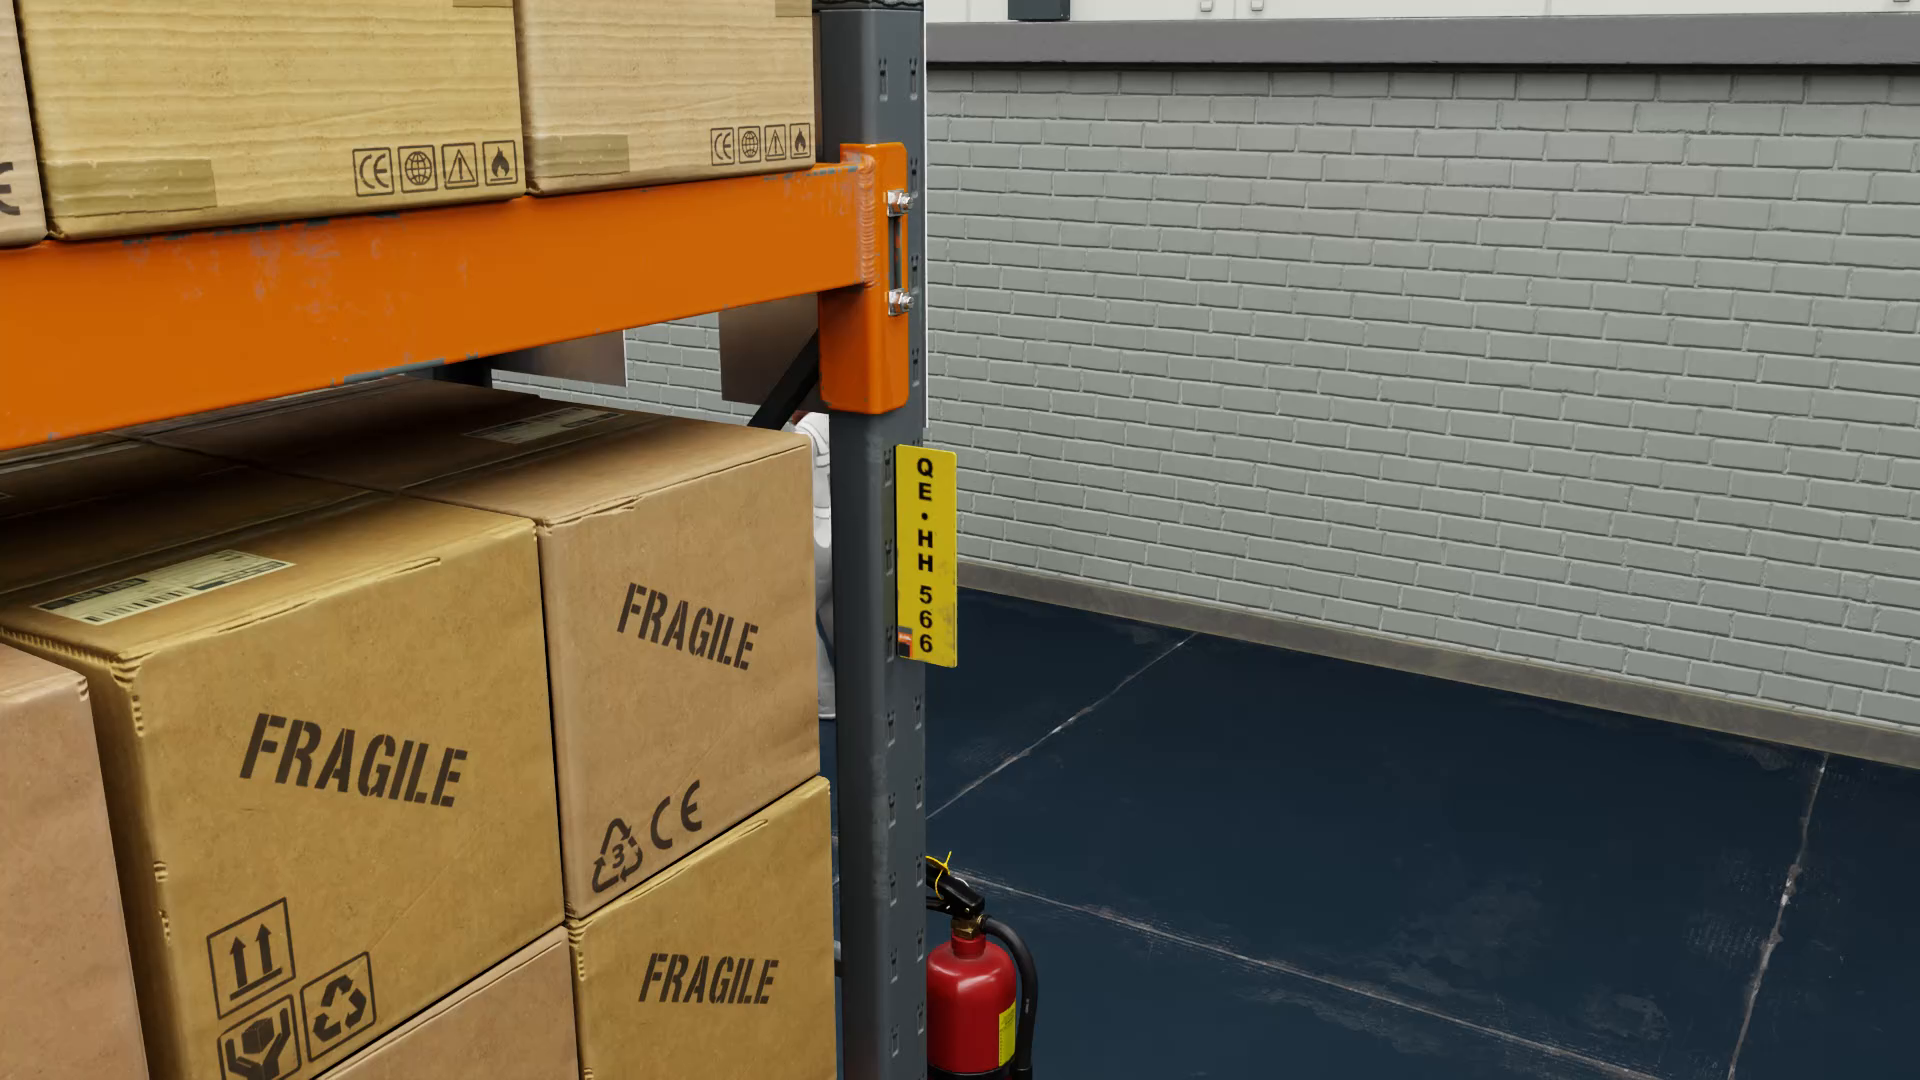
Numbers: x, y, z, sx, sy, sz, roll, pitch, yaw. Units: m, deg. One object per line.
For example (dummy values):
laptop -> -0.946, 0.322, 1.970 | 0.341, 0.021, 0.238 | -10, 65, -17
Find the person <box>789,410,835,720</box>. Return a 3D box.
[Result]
person -> -0.650, 0.021, 7.575 | 0.460, 1.615, 0.461 | 10, 19, 32
